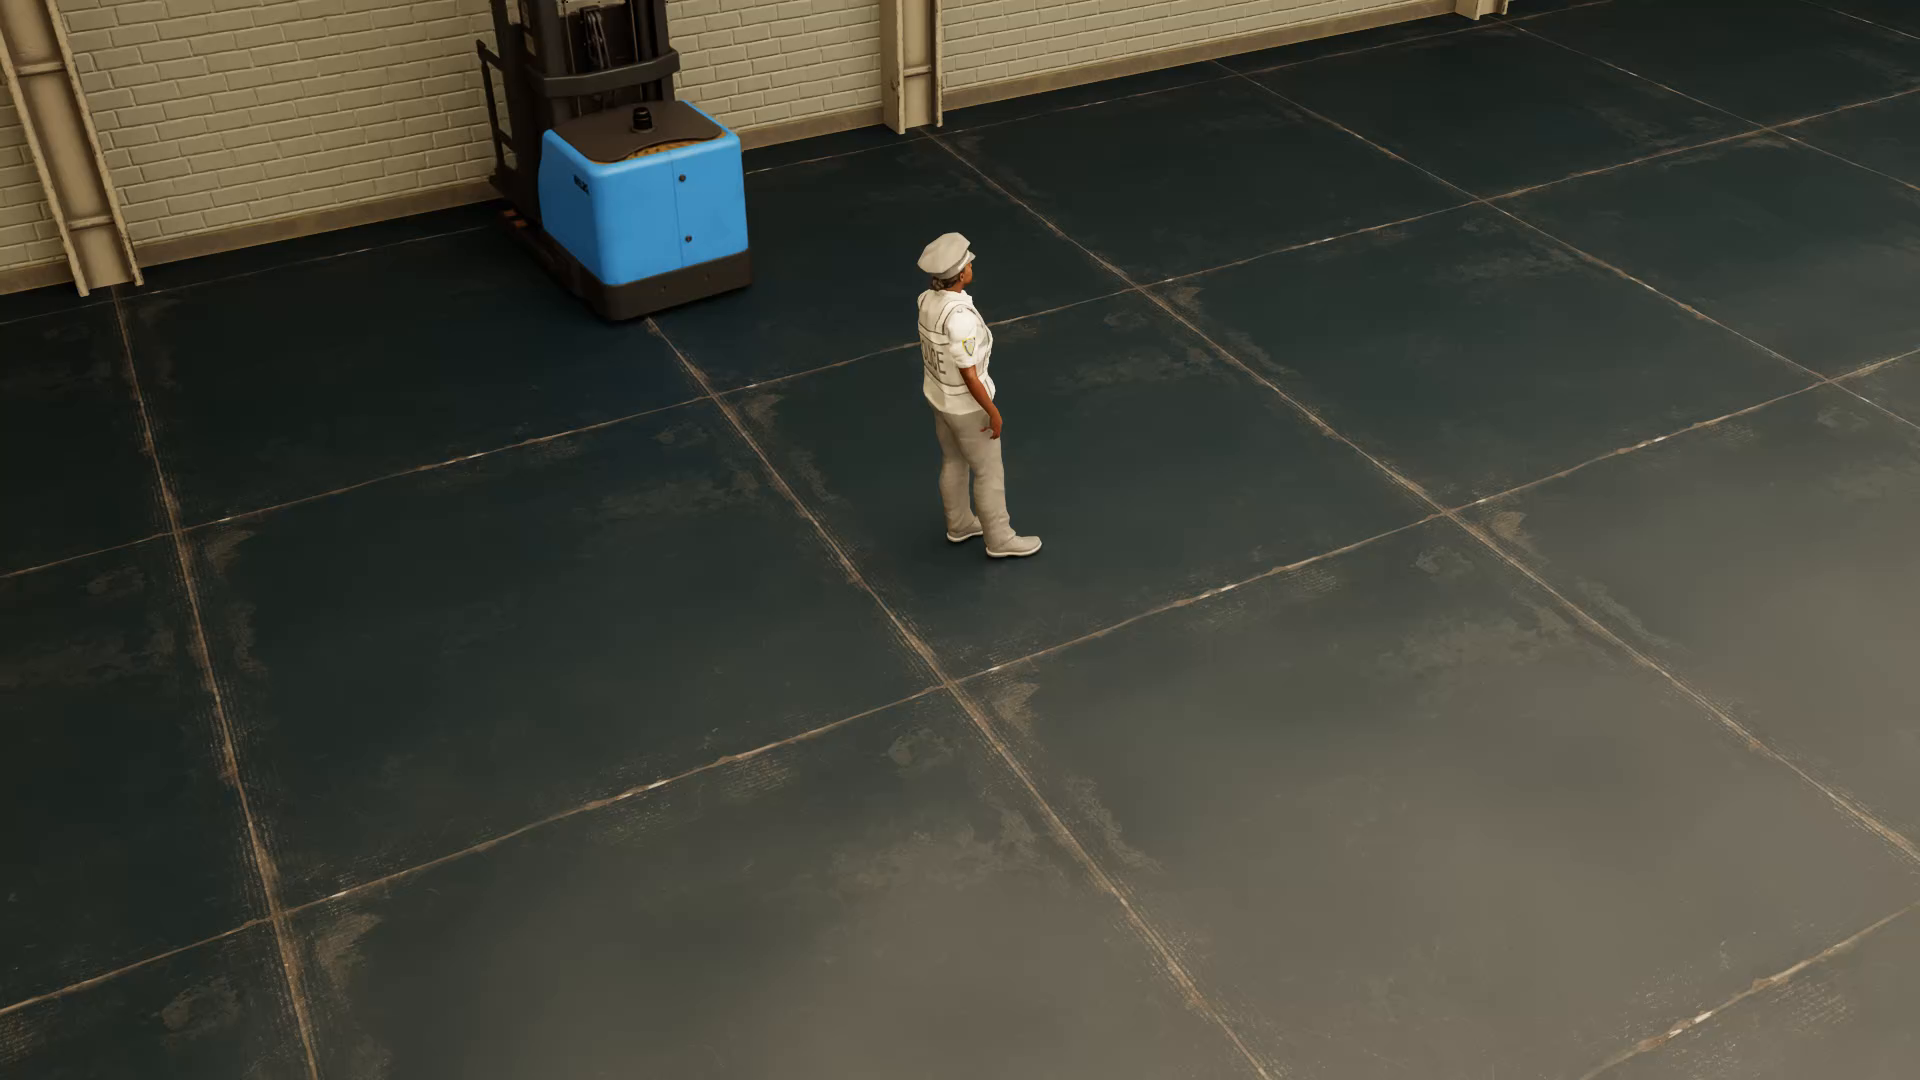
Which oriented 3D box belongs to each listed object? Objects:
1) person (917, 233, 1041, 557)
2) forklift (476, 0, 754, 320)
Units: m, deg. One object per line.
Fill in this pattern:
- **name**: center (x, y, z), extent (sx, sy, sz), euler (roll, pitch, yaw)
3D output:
- **person**: center (0.076, -0.708, 8.183), extent (0.528, 1.695, 0.569), euler (-17, 39, -23)
- **forklift**: center (-2.594, -3.395, 10.925), extent (1.130, 2.935, 3.031), euler (-21, 40, -27)
